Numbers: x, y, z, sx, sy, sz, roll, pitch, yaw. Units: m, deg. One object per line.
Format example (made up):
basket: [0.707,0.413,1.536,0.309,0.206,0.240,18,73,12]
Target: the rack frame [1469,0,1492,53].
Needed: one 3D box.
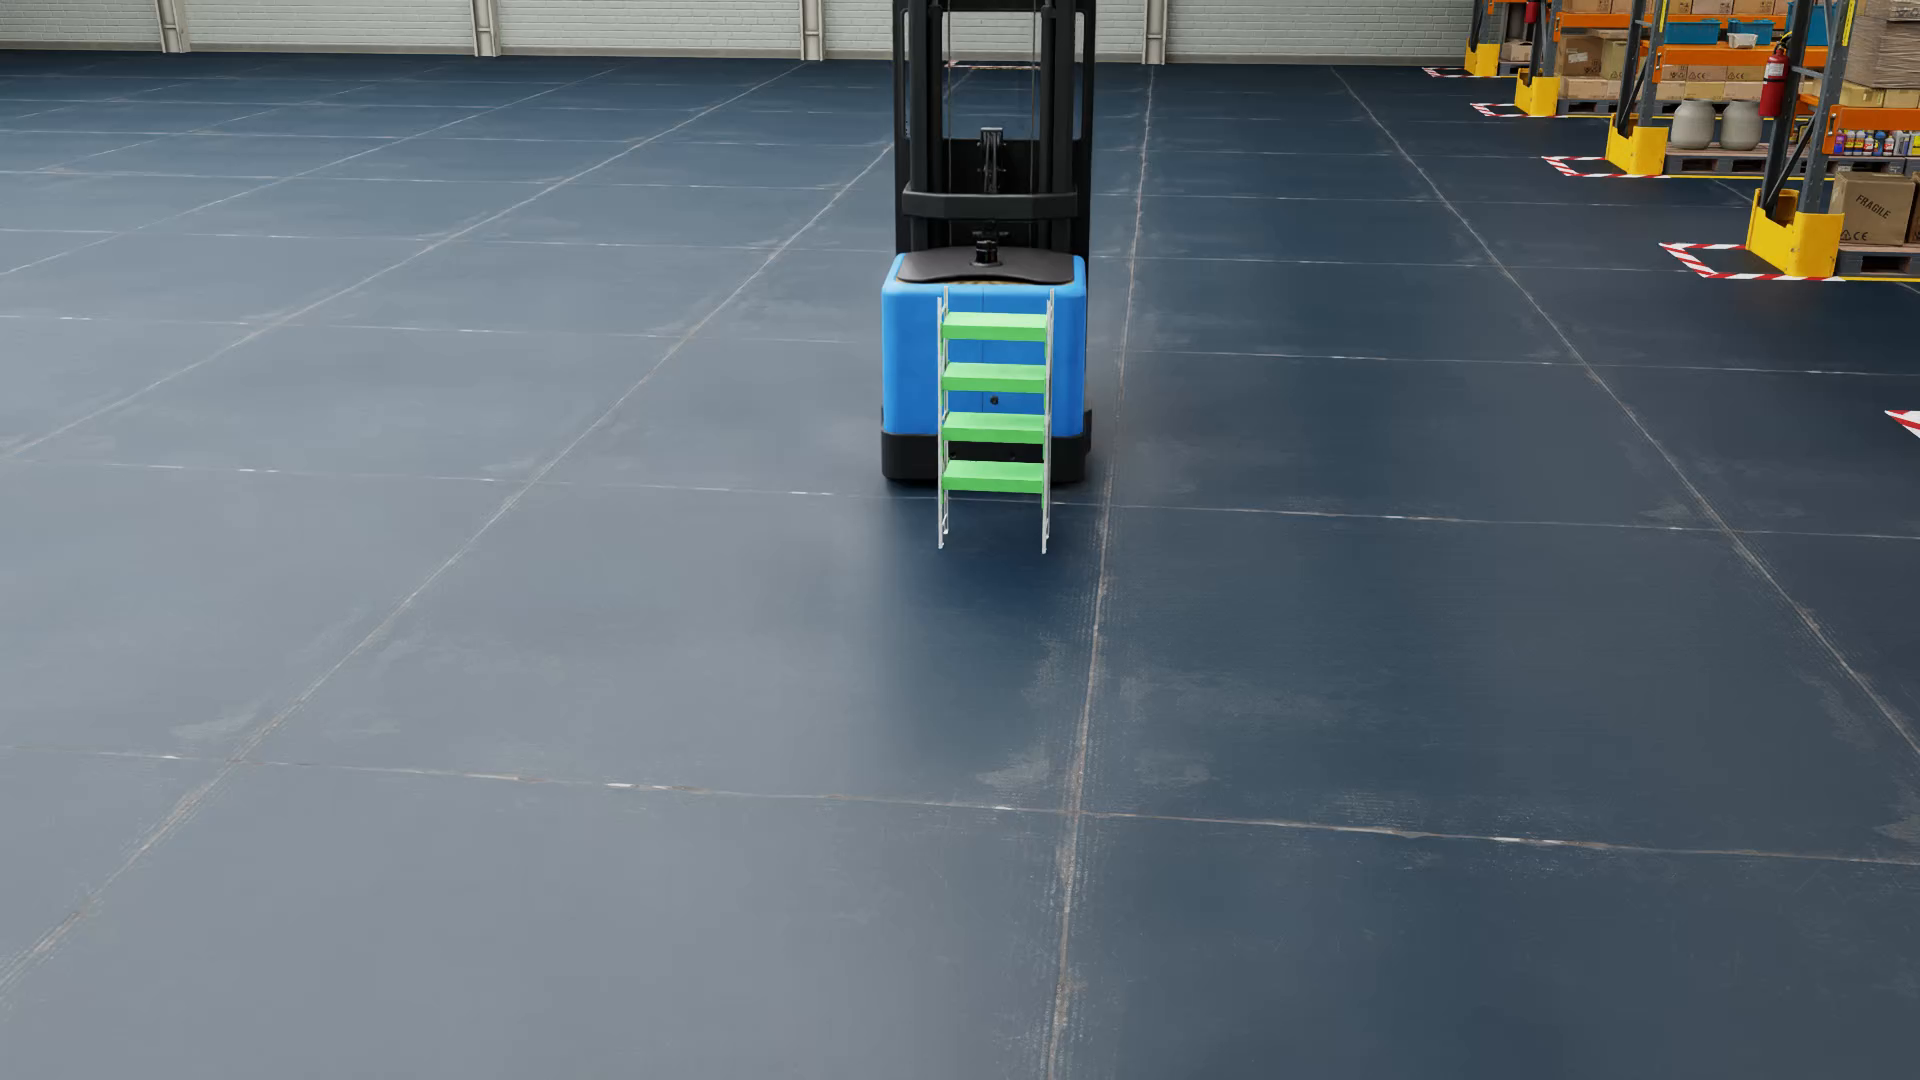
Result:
rack frame: [8.520,-9.125,26.941,0.127,3.000,1.000,2,22,6]

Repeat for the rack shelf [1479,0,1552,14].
rack shelf: [10.506,-8.704,26.854,4.000,0.370,1.077,2,22,6]

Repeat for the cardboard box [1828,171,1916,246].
cardboard box: [7.389,-2.699,13.516,0.500,0.500,0.500,7,23,16]

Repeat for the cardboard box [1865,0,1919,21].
cardboard box: [7.285,-4.226,12.649,0.500,0.500,0.500,2,22,6]

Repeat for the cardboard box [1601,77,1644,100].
cardboard box: [8.944,-6.108,22.478,0.500,0.250,0.500,2,22,6]

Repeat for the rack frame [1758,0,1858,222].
rack frame: [6.771,-3.699,13.217,0.127,3.000,1.000,2,22,6]

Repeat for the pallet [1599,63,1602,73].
pallet: [10.606,-7.723,27.188,1.213,0.211,1.003,2,22,6]

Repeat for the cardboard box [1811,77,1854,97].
cardboard box: [7.079,-3.646,13.423,0.250,0.149,0.380,2,22,6]

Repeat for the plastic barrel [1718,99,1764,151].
plastic barrel: [8.514,-4.524,18.115,0.421,0.512,0.421,0,22,0]

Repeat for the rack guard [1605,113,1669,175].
rack guard: [7.435,-4.359,18.286,0.348,0.500,1.175,2,22,6]

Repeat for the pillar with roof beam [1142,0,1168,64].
pillar with roof beam: [2.852,-10.888,23.241,0.400,9.000,9.100,2,22,6]

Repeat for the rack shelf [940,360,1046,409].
rack shelf: [0.164,-0.715,7.636,0.480,0.148,0.258,2,22,6]

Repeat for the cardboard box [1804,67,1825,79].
cardboard box: [11.489,-6.543,22.558,0.500,0.500,0.500,2,22,6]

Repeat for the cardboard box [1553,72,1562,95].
cardboard box: [8.508,-6.317,23.008,0.500,0.250,0.500,2,22,6]

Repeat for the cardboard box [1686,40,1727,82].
cardboard box: [9.936,-6.411,22.225,0.500,0.500,0.500,2,22,6]

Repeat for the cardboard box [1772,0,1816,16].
cardboard box: [10.947,-7.227,22.004,0.500,0.500,0.700,2,22,6]

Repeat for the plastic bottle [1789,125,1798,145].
plastic bottle: [9.230,-4.492,18.429,0.097,0.201,0.097,0,22,0]

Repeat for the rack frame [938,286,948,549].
rack frame: [-0.078,-0.561,7.728,0.015,1.200,0.240,2,22,6]

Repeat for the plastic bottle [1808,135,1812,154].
plastic bottle: [9.118,-4.251,17.726,0.097,0.271,0.097,0,22,0]

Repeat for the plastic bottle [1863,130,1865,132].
plastic bottle: [9.964,-4.520,18.299,0.185,0.351,0.144,2,22,6]

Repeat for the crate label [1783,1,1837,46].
crate label: [9.214,-5.543,17.833,0.616,0.435,0.502,2,22,6]

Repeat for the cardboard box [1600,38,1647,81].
cardboard box: [8.944,-6.456,22.339,0.500,0.500,0.500,2,22,6]

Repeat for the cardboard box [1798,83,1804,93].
cardboard box: [10.931,-6.025,22.269,0.500,0.250,0.500,2,22,6]

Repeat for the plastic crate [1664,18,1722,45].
plastic crate: [7.886,-5.526,18.040,0.616,0.251,0.499,2,22,6]

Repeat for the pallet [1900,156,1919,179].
pallet: [10.664,-4.082,17.978,1.213,0.211,1.003,2,22,6]

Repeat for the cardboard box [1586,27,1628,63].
cardboard box: [10.485,-8.030,26.972,0.500,0.500,0.700,1,22,3]

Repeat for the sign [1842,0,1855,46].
sign: [6.708,-3.904,12.557,0.005,0.325,0.100,2,22,6]

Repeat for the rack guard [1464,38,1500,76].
rack guard: [8.596,-7.959,27.392,0.348,0.500,1.175,2,22,6]

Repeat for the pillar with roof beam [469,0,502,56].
pillar with roof beam: [-9.065,-11.407,24.554,0.400,9.000,9.100,2,22,6]

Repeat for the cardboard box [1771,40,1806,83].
cardboard box: [10.932,-6.375,22.133,0.500,0.500,0.500,2,22,6]

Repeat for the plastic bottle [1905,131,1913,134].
plastic bottle: [10.128,-4.260,17.730,0.133,0.283,0.061,2,22,6]

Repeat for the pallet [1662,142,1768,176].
pallet: [8.241,-4.188,18.245,1.213,0.211,1.003,2,22,6]

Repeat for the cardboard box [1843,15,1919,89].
cardboard box: [7.314,-3.850,13.059,0.500,0.500,0.875,2,22,6]

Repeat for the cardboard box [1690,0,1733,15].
cardboard box: [9.941,-7.272,22.117,0.500,0.500,0.700,3,22,8]

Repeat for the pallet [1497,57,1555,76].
pallet: [9.398,-7.777,27.323,1.213,0.211,1.003,2,22,6]

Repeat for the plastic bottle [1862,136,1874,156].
plastic bottle: [9.656,-4.195,17.680,0.097,0.201,0.097,0,22,0]

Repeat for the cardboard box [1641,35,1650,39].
cardboard box: [9.503,-6.629,22.776,0.500,0.500,0.500,2,22,6]

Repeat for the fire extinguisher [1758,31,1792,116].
fire extinguisher: [6.712,-3.837,13.670,0.183,0.674,0.296,2,22,6]

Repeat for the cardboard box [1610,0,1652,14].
cardboard box: [8.925,-7.317,22.231,0.500,0.500,0.700,3,22,8]

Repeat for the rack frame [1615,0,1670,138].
rack frame: [7.354,-5.508,17.792,0.127,3.000,1.000,2,22,6]

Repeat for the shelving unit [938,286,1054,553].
shelving unit: [0.164,-0.551,7.701,0.503,1.200,0.258,2,22,6]

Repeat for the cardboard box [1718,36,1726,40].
cardboard box: [10.496,-6.586,22.667,0.500,0.500,0.500,2,22,6]

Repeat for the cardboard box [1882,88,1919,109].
cardboard box: [7.272,-3.465,12.967,0.250,0.149,0.380,2,22,6]

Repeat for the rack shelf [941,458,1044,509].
rack shelf: [0.164,-0.268,7.813,0.480,0.148,0.258,2,22,6]

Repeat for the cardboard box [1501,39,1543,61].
cardboard box: [9.197,-8.016,27.195,0.500,0.311,0.500,0,22,0]

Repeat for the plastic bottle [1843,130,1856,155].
plastic bottle: [9.458,-4.237,17.689,0.097,0.271,0.097,0,22,0]

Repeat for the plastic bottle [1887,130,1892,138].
plastic bottle: [10.236,-4.458,18.248,0.097,0.271,0.097,0,22,0]

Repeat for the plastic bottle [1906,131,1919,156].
plastic bottle: [10.142,-4.252,17.621,0.185,0.351,0.144,2,22,6]

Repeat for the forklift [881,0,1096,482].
forklift: [0.196,-2.155,9.405,1.130,2.935,3.031,1,22,3]

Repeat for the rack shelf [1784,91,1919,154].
rack shelf: [8.757,-3.278,13.131,4.000,0.370,1.077,2,22,6]

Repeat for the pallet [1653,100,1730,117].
pallet: [9.913,-5.948,22.697,1.213,0.211,1.003,2,22,6]

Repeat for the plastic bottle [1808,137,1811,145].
plastic bottle: [9.477,-4.505,18.362,0.135,0.276,0.152,3,22,7]

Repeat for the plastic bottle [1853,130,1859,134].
plastic bottle: [9.809,-4.413,18.230,0.097,0.201,0.097,0,22,0]

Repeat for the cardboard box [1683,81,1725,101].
cardboard box: [9.937,-6.063,22.364,0.500,0.250,0.500,2,22,6]

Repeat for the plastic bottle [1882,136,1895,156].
plastic bottle: [9.860,-4.187,17.657,0.097,0.201,0.097,0,22,0]
